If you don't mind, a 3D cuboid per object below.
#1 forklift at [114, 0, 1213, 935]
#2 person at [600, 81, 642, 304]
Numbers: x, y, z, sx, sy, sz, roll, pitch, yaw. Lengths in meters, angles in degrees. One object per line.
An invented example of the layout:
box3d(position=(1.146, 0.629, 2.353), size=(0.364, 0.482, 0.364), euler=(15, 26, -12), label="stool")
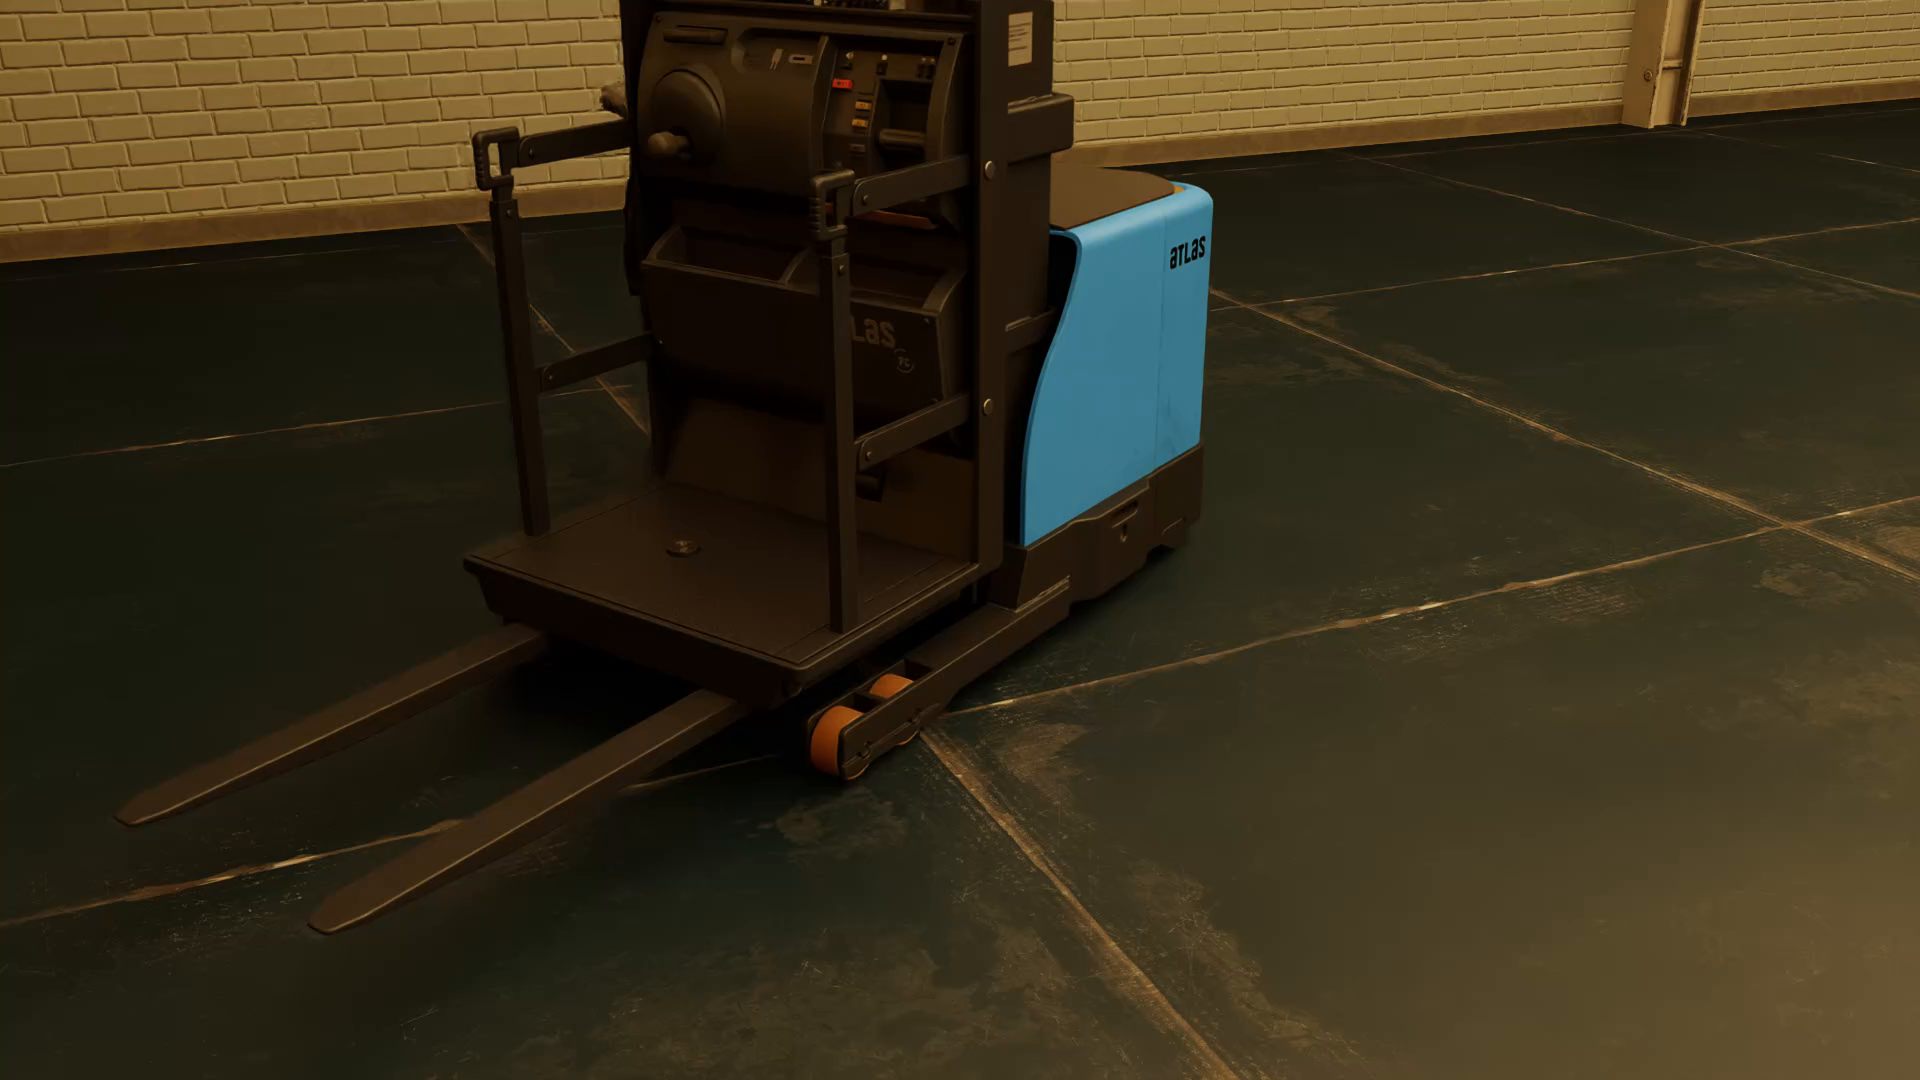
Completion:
box3d(position=(-0.513, -1.016, 3.731), size=(1.130, 2.935, 3.031), euler=(15, 27, 32), label="forklift")
box3d(position=(-0.751, -0.969, 5.567), size=(1.577, 1.438, 0.793), euler=(18, 29, 37), label="person")
